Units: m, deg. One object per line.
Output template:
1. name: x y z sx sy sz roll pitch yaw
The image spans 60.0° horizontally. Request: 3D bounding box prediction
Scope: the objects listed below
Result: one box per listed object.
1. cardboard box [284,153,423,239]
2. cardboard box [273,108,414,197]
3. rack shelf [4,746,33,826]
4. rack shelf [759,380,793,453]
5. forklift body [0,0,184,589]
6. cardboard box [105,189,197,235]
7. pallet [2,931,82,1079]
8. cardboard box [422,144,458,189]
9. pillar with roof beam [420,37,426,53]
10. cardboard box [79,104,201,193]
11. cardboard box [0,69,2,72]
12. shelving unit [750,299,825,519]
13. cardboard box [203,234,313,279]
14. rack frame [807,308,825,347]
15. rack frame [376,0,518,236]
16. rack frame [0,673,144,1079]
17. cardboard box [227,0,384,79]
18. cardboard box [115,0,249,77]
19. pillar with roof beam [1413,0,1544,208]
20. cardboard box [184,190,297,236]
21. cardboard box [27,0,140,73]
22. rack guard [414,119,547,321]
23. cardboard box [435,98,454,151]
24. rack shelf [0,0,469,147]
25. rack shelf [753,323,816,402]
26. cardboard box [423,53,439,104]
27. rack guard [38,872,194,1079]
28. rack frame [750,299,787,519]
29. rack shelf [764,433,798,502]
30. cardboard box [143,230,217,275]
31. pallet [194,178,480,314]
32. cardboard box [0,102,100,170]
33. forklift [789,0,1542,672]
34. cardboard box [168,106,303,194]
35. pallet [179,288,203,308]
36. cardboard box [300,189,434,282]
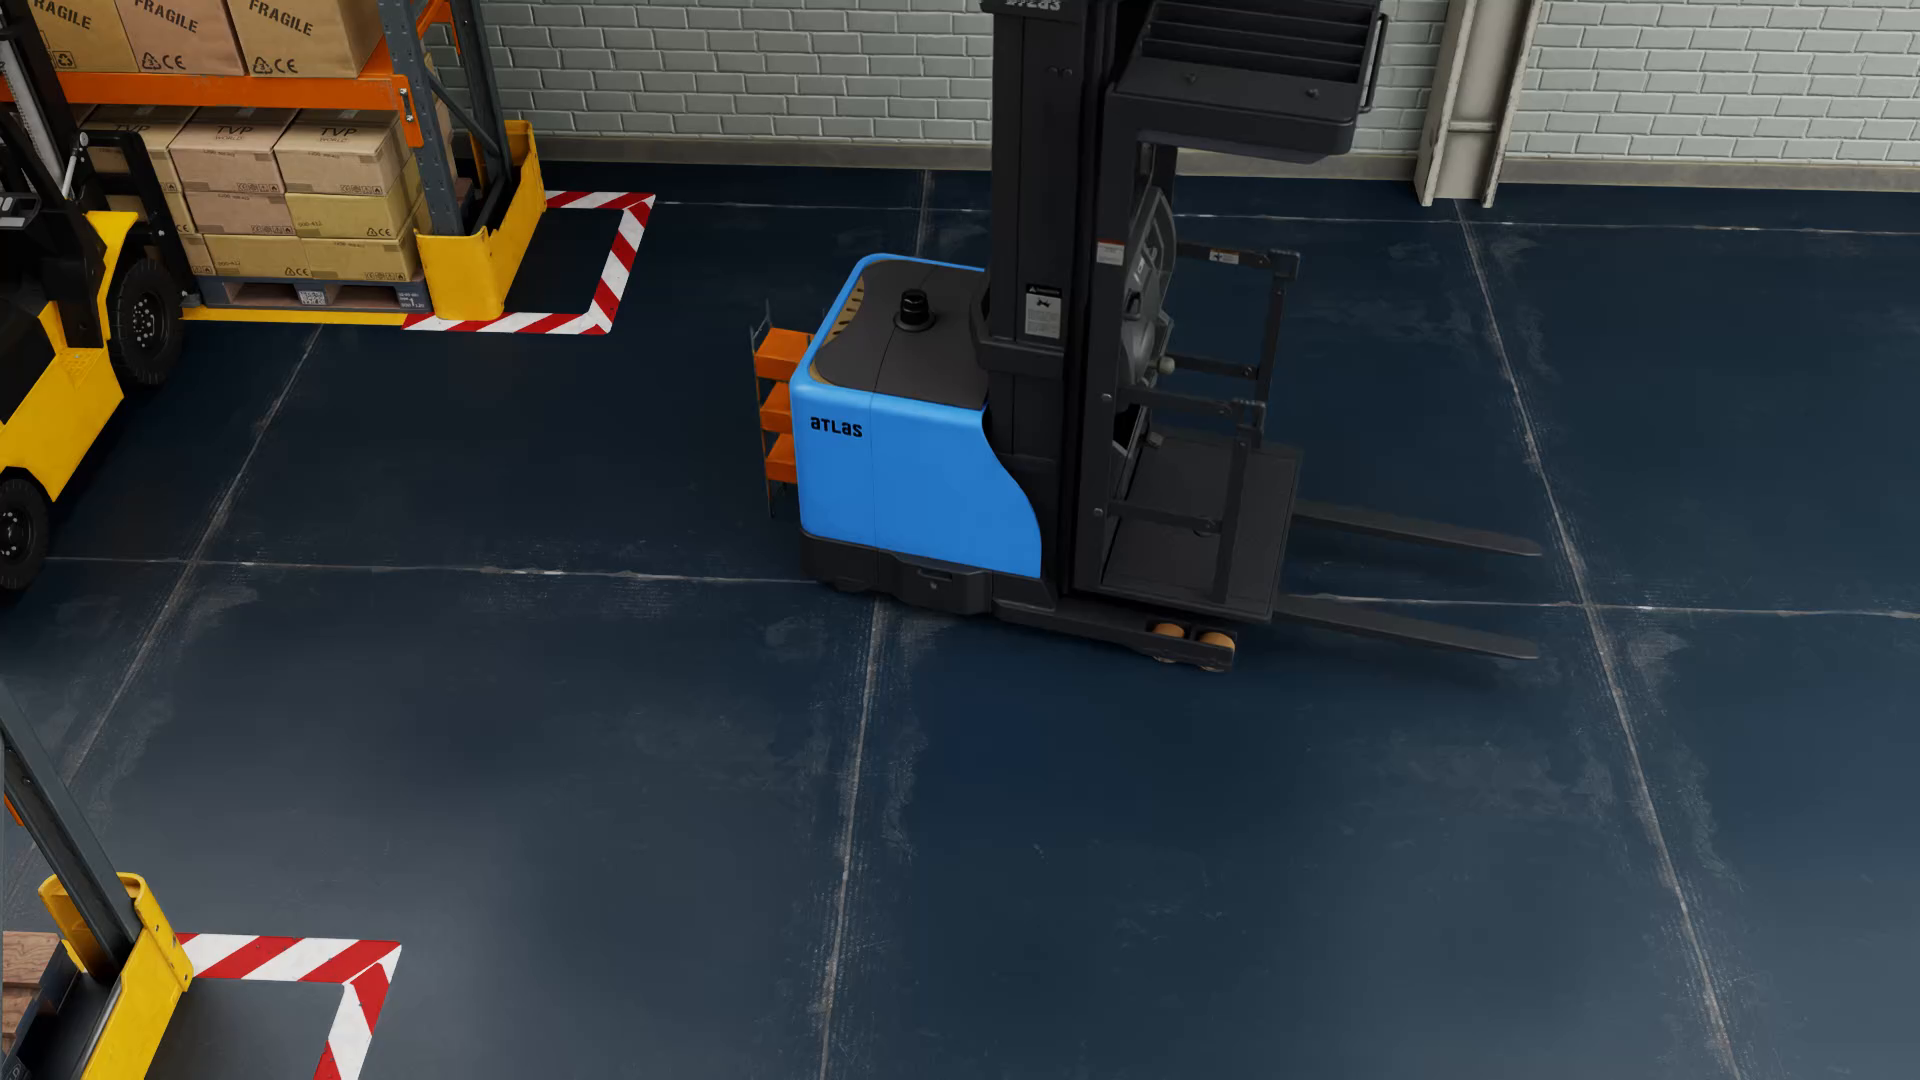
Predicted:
1. cardboard box: -3.041 -1.757 8.363 0.500 0.250 0.500 1 43 1
2. cardboard box: -3.015 -1.940 8.193 0.500 0.250 0.500 3 43 3
3. rack shelf: -4.758 0.957 4.635 4.000 0.370 1.077 2 43 2
4. rack shelf: -0.703 -0.515 7.133 0.240 0.259 0.215 11 44 11
5. forklift body: -4.517 -1.130 6.970 1.214 2.155 2.313 2 43 2
6. cardboard box: -4.058 -1.781 8.389 0.500 0.250 0.500 1 43 1
7. pallet: -3.646 1.724 5.329 1.213 0.211 1.003 2 43 2
8. cardboard box: -3.023 -1.920 8.905 0.500 0.250 0.500 2 43 2
9. pillar with roof beam: -3.390 -2.523 3.442 0.400 9.000 9.100 2 43 2
10. cardboard box: -4.030 -1.960 8.215 0.500 0.250 0.500 2 43 2
11. cardboard box: -4.577 -2.543 7.791 0.500 0.500 0.500 2 43 2
12. shelving unit: -0.703 -0.522 7.126 0.252 1.050 0.215 11 44 11
13. cardboard box: -3.521 -1.593 8.554 0.500 0.250 0.500 2 43 2
14. rack frame: -0.585 -0.500 7.102 0.008 1.050 0.200 11 44 11
15. rack frame: -2.541 -2.625 7.952 0.127 3.000 1.000 2 43 2
16. rack frame: -2.761 0.755 4.324 0.127 3.000 1.000 2 43 2
17. cardboard box: -3.044 -2.497 7.742 0.500 0.500 0.500 1 43 1
18. cardboard box: -3.562 -2.520 7.766 0.500 0.500 0.500 3 43 3
19. pillar with roof beam: 2.604 -2.339 3.245 0.400 9.000 9.100 2 43 2
20. cardboard box: -3.542 -1.780 8.388 0.500 0.250 0.500 1 43 1
21. cardboard box: -4.074 -2.535 7.783 0.500 0.500 0.500 1 43 1
22. rack guard: -2.517 -1.709 8.803 0.348 0.500 1.175 2 43 2
23. cardboard box: -3.001 -2.111 8.743 0.500 0.250 0.500 2 43 3
24. rack shelf: -4.539 -2.423 8.263 4.000 0.370 1.077 2 43 2
25. rack shelf: -0.703 -0.722 6.940 0.240 0.259 0.215 11 44 11
26. cardboard box: -3.012 -2.282 8.560 0.500 0.250 0.500 1 43 1
27. rack guard: -2.836 1.668 5.178 0.348 0.500 1.175 2 43 2
28. rack frame: -0.820 -0.545 7.150 0.008 1.050 0.200 11 44 11
29. rack shelf: -0.703 -0.311 7.323 0.240 0.259 0.215 11 44 11
30. cardboard box: -4.020 -1.615 8.577 0.500 0.250 0.500 2 43 2
31. pallet: -3.307 -1.599 8.897 1.213 0.211 1.003 2 43 2
32. cardboard box: -4.535 -1.981 8.237 0.500 0.250 0.500 1 43 1
33. forklift: 0.894 -0.941 6.196 3.031 2.935 1.130 11 44 11
34. cardboard box: -3.525 -1.951 8.205 0.500 0.250 0.500 2 43 3
35. pallet: -4.522 -1.639 8.939 1.213 0.211 1.003 2 43 2
36. cardboard box: -3.024 -1.571 8.531 0.500 0.250 0.500 2 43 2
